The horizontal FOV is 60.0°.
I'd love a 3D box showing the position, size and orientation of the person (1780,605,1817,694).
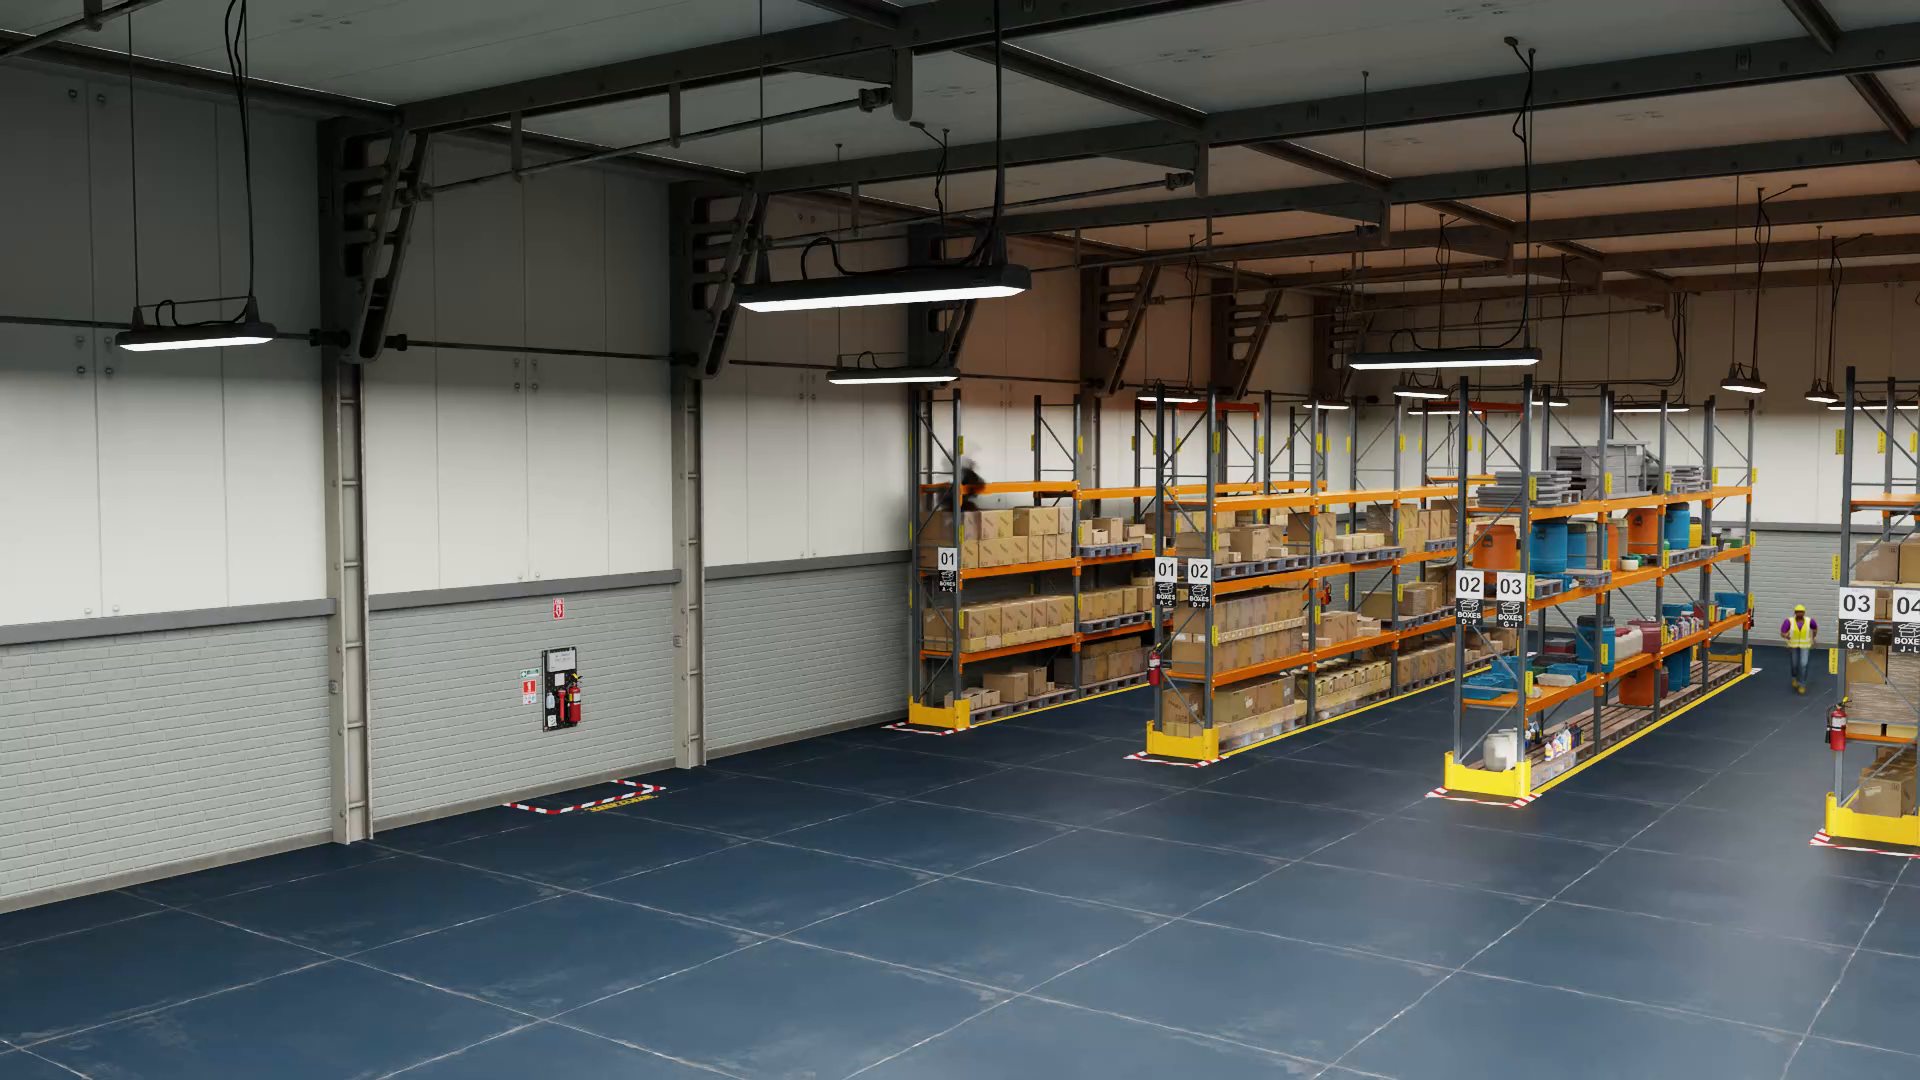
[{"bbox_3d":[17.015,2.181,33.749,0.663,1.764,0.980,2,4,28],"label":"person"}]
